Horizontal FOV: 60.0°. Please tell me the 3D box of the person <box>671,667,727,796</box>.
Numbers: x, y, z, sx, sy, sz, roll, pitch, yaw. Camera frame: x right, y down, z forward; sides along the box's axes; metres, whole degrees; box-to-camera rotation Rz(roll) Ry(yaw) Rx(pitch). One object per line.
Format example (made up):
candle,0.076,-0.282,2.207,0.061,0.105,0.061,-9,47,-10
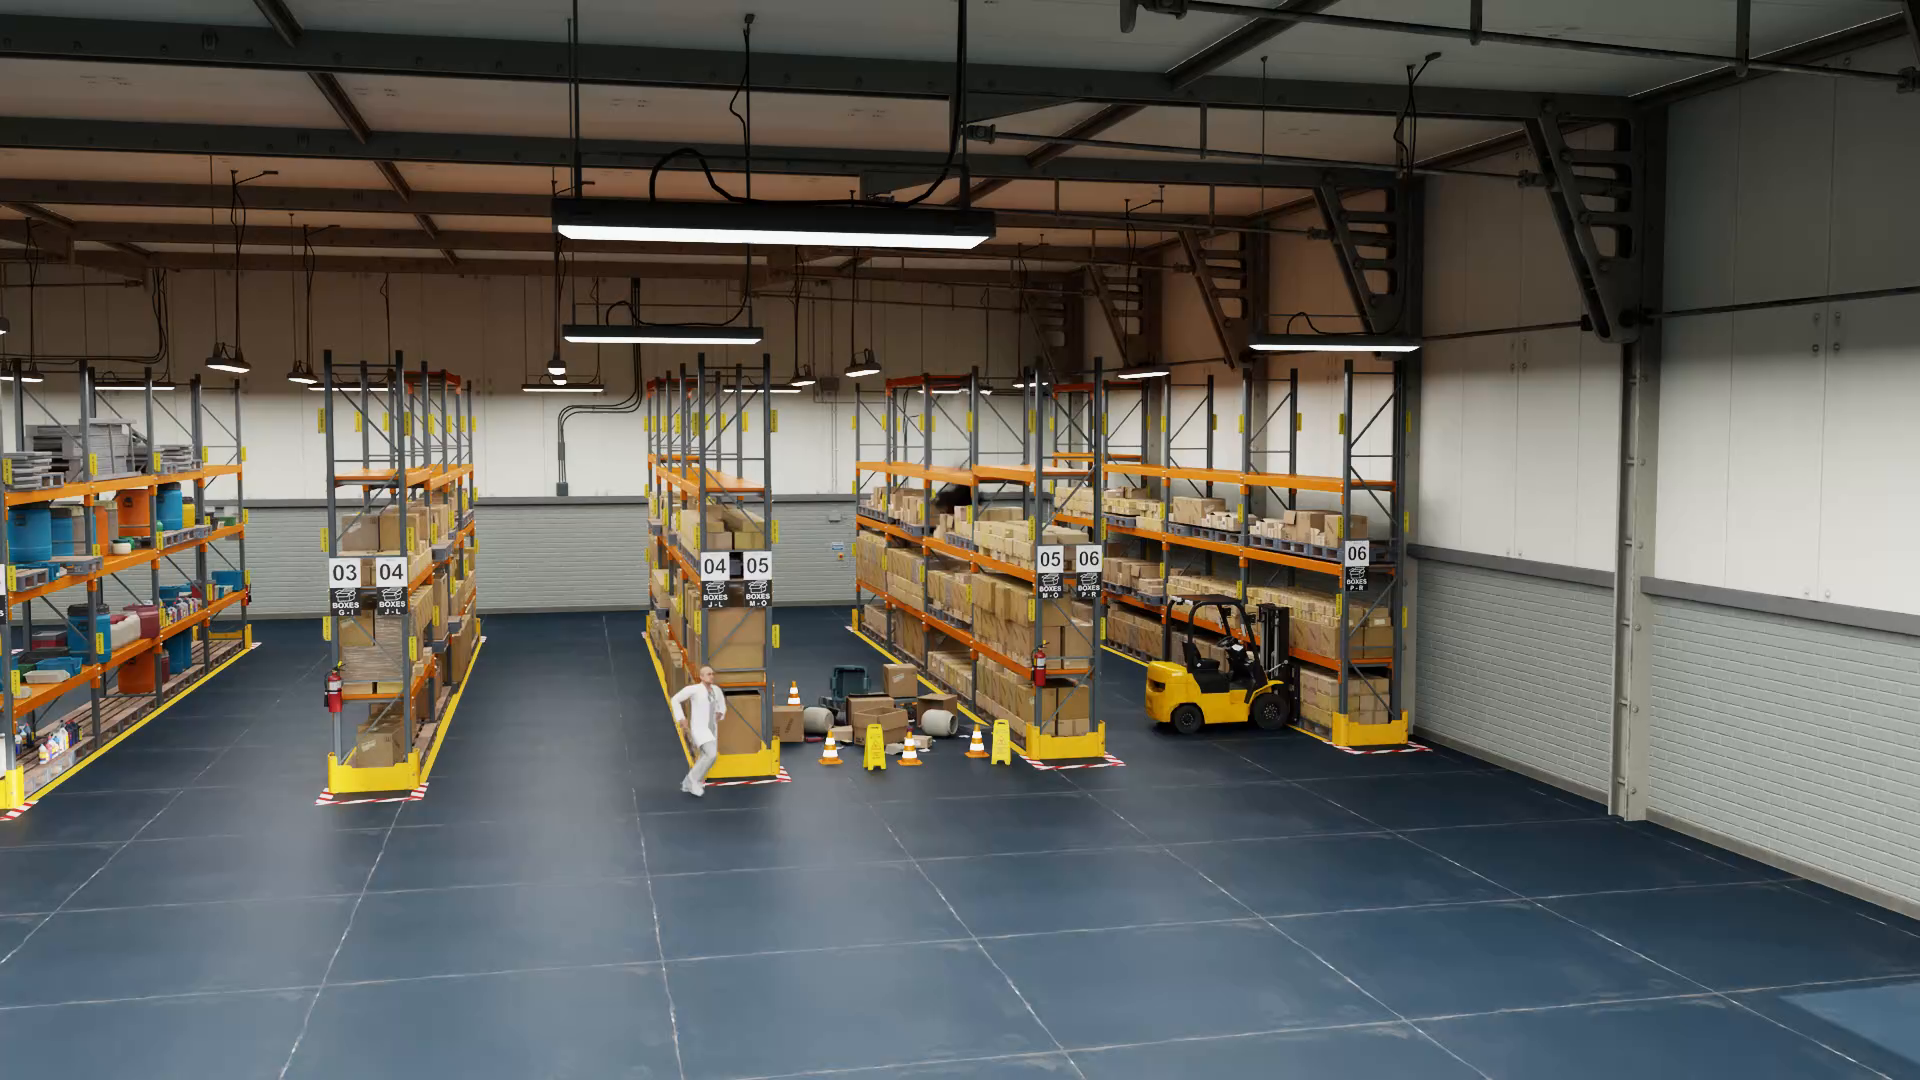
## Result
person,-3.448,2.565,22.388,0.681,1.715,0.723,3,5,34
